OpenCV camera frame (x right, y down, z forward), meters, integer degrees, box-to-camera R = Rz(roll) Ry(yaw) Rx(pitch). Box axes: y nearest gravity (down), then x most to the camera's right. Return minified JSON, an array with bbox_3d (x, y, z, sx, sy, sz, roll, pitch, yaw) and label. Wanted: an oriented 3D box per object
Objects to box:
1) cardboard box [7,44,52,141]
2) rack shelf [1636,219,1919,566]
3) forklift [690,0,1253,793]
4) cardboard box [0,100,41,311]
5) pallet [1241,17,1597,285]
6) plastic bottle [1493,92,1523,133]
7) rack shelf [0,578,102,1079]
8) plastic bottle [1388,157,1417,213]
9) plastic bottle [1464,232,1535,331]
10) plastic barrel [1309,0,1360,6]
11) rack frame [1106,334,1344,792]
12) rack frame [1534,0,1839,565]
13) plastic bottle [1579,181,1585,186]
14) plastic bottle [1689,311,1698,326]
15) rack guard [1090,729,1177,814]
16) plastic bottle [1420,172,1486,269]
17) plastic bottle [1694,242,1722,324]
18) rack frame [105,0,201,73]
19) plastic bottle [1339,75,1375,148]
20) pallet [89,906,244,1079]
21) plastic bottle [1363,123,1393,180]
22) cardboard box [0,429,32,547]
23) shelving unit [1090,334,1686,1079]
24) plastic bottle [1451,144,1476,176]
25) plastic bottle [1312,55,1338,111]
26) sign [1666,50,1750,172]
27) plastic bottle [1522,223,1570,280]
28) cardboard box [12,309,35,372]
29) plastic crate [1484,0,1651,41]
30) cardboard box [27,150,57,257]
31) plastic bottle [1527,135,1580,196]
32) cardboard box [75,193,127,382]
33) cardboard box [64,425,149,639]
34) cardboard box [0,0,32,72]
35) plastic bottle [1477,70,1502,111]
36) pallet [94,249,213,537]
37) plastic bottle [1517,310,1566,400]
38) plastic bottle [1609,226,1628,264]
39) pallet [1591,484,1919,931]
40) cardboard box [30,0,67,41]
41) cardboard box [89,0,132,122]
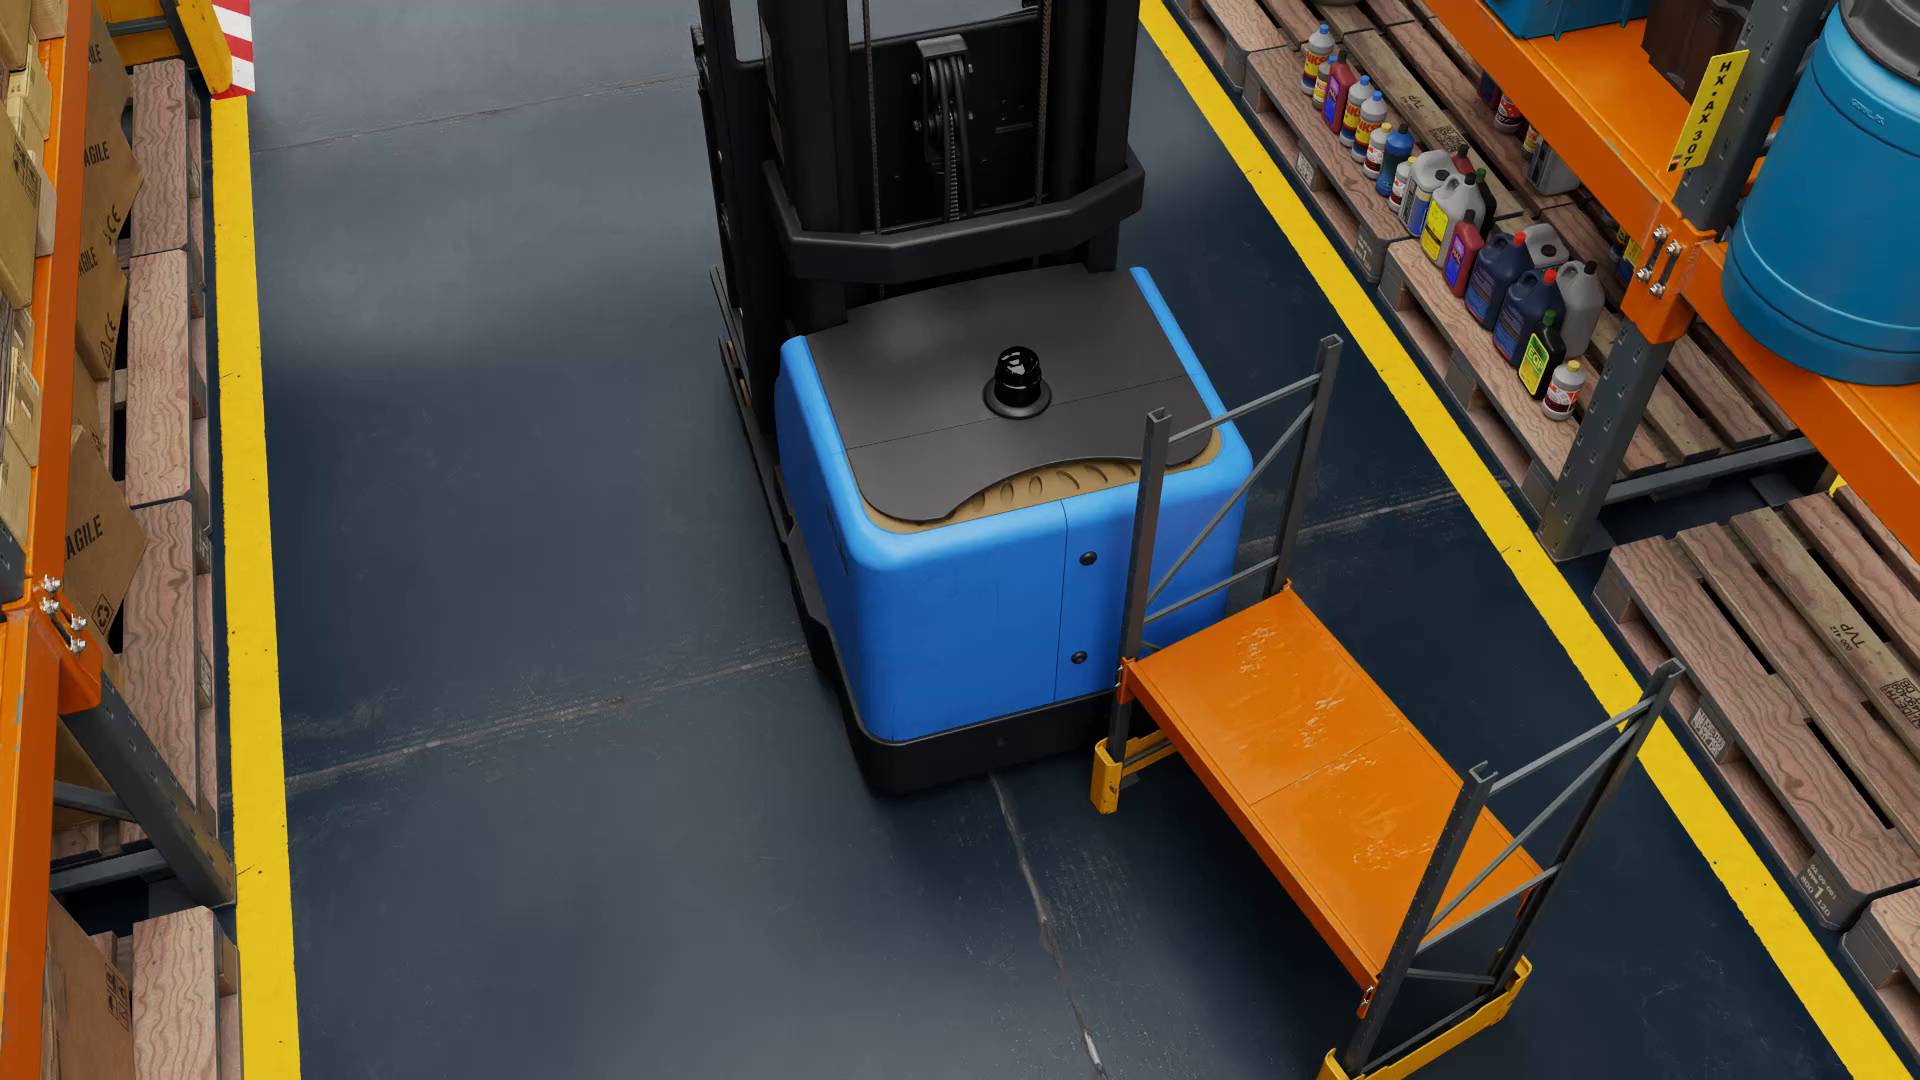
[{"bbox_3d":[-2.654,-1.163,4.433,0.380,0.149,0.250,-13,51,-11],"label":"cardboard box"},{"bbox_3d":[2.902,0.646,3.214,1.077,0.370,4.000,-13,51,-11],"label":"rack shelf"},{"bbox_3d":[-0.183,-1.406,4.518,1.130,2.935,3.031,-13,51,-11],"label":"forklift"},{"bbox_3d":[-2.609,-0.771,3.678,0.875,0.500,0.500,-13,51,-11],"label":"cardboard box"},{"bbox_3d":[1.787,-1.540,6.410,1.003,0.211,1.213,-13,51,-11],"label":"pallet"},{"bbox_3d":[2.065,-1.632,6.207,0.097,0.201,0.097,0,50,0],"label":"plastic bottle"},{"bbox_3d":[-1.829,1.766,2.270,1.077,0.370,4.000,-13,51,-11],"label":"rack shelf"},{"bbox_3d":[1.587,-1.267,5.899,0.097,0.201,0.097,0,50,0],"label":"plastic bottle"},{"bbox_3d":[1.788,-0.880,5.475,0.144,0.351,0.185,-16,52,-13],"label":"plastic bottle"},{"bbox_3d":[1.543,-2.472,6.725,0.421,0.512,0.421,0,50,0],"label":"plastic barrel"},{"bbox_3d":[0.620,0.132,4.158,0.500,1.500,0.032,-24,54,-19],"label":"rack frame"},{"bbox_3d":[2.310,-1.046,4.170,1.000,3.000,0.127,-13,51,-11],"label":"rack frame"},{"bbox_3d":[2.287,-1.466,5.969,0.144,0.351,0.185,-14,51,-11],"label":"plastic bottle"},{"bbox_3d":[2.412,-0.850,5.494,0.061,0.283,0.133,-13,51,-11],"label":"plastic bottle"},{"bbox_3d":[0.630,0.548,4.625,0.587,0.250,0.087,-24,54,-19],"label":"rack guard"},{"bbox_3d":[1.692,-1.116,5.674,0.144,0.351,0.185,-14,51,-11],"label":"plastic bottle"},{"bbox_3d":[2.513,-0.872,5.517,0.152,0.276,0.135,-12,51,-10],"label":"plastic bottle"},{"bbox_3d":[-3.604,-2.848,5.689,1.000,3.000,0.127,-13,51,-11],"label":"rack frame"},{"bbox_3d":[1.467,-1.585,6.121,0.097,0.271,0.097,0,50,0],"label":"plastic bottle"},{"bbox_3d":[-2.189,1.540,3.813,1.003,0.211,1.213,-13,51,-11],"label":"pallet"},{"bbox_3d":[1.526,-1.417,6.026,0.097,0.201,0.097,0,50,0],"label":"plastic bottle"},{"bbox_3d":[-2.197,-0.071,3.512,0.380,0.149,0.250,-13,51,-11],"label":"cardboard box"},{"bbox_3d":[0.877,0.475,3.868,0.587,1.500,1.083,-24,54,-19],"label":"shelving unit"},{"bbox_3d":[1.750,-1.238,5.821,0.061,0.283,0.133,-13,51,-11],"label":"plastic bottle"},{"bbox_3d":[1.397,-1.738,6.295,0.097,0.201,0.097,0,50,0],"label":"plastic bottle"},{"bbox_3d":[1.782,-1.019,3.966,0.100,0.325,0.005,-13,51,-11],"label":"sign"},{"bbox_3d":[1.922,-0.908,5.547,0.152,0.276,0.135,-13,51,-11],"label":"plastic bottle"},{"bbox_3d":[-2.359,-0.433,3.817,0.380,0.149,0.250,-13,51,-11],"label":"cardboard box"},{"bbox_3d":[1.724,-1.745,4.857,0.499,0.251,0.616,-13,51,-11],"label":"plastic crate"},{"bbox_3d":[-2.477,-0.805,4.131,0.380,0.149,0.250,-13,51,-11],"label":"cardboard box"},{"bbox_3d":[2.153,-1.390,5.954,0.152,0.276,0.135,-13,51,-11],"label":"plastic bottle"},{"bbox_3d":[-3.059,-0.828,5.346,0.500,0.500,0.500,-9,50,-8],"label":"cardboard box"},{"bbox_3d":[-2.678,0.026,4.627,0.500,0.500,0.500,1,50,1],"label":"cardboard box"},{"bbox_3d":[-2.962,-1.487,4.282,0.875,0.500,0.500,-13,51,-11],"label":"cardboard box"},{"bbox_3d":[2.036,-1.777,6.275,0.061,0.283,0.133,-13,51,-11],"label":"plastic bottle"},{"bbox_3d":[-3.018,-0.403,5.452,1.003,0.211,1.213,-13,51,-11],"label":"pallet"},{"bbox_3d":[1.853,-0.590,5.274,0.061,0.283,0.133,-11,51,-9],"label":"plastic bottle"},{"bbox_3d":[2.310,-1.071,5.688,0.097,0.271,0.097,0,50,0],"label":"plastic bottle"},{"bbox_3d":[2.580,0.417,4.760,1.003,0.211,1.213,-13,51,-11],"label":"pallet"},{"bbox_3d":[-2.778,-1.534,4.745,0.380,0.149,0.250,-13,51,-11],"label":"cardboard box"},{"bbox_3d":[-3.435,-1.718,6.097,0.500,0.500,0.500,-5,50,-4],"label":"cardboard box"}]
